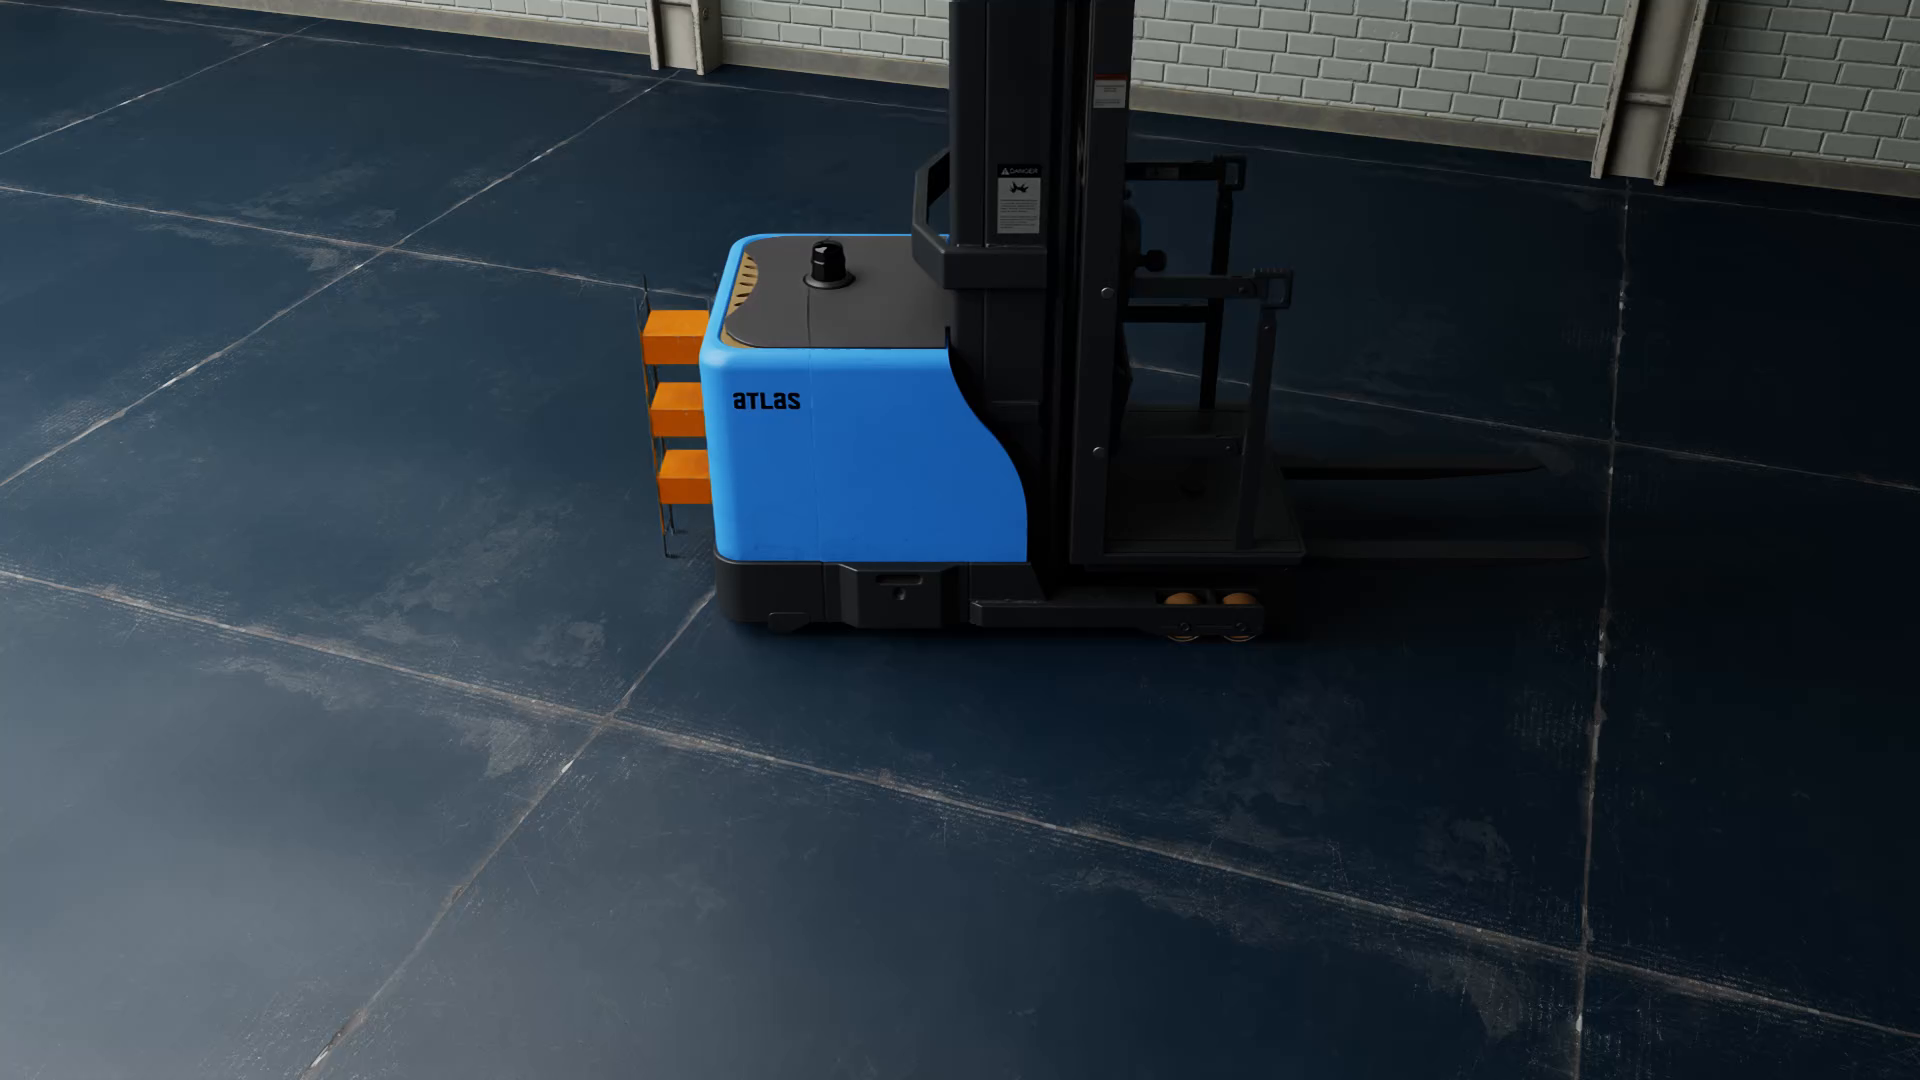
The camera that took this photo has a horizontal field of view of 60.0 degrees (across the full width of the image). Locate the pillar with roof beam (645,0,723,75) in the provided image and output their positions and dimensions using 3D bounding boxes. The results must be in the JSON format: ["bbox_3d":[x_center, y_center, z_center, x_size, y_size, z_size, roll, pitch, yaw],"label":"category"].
[{"bbox_3d":[-3.282,-4.780,5.357,0.400,9.000,9.100,11,34,16],"label":"pillar with roof beam"}]

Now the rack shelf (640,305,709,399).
[{"bbox_3d":[-0.966,-0.656,5.794,0.240,0.259,0.215,0,33,0],"label":"rack shelf"}]

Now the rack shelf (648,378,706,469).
[{"bbox_3d":[-0.966,-0.417,5.948,0.240,0.259,0.215,0,33,0],"label":"rack shelf"}]

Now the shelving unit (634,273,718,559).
[{"bbox_3d":[-0.966,-0.426,5.942,0.252,1.050,0.215,0,33,0],"label":"shelving unit"}]

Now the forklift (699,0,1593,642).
[{"bbox_3d":[0.678,-1.172,5.364,3.031,2.935,1.130,0,33,0],"label":"forklift"}]

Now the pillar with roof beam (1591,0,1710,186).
[{"bbox_3d":[2.366,-3.682,3.656,0.400,9.000,9.100,11,34,16],"label":"pillar with roof beam"}]

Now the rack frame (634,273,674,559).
[{"bbox_3d":[-1.088,-0.426,5.942,0.008,1.050,0.200,0,33,0],"label":"rack frame"}]

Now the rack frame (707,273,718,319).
[{"bbox_3d":[-0.844,-0.426,5.942,0.008,1.050,0.200,0,33,0],"label":"rack frame"}]

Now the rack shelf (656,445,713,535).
[{"bbox_3d":[-0.966,-0.184,6.099,0.240,0.259,0.215,0,33,0],"label":"rack shelf"}]
